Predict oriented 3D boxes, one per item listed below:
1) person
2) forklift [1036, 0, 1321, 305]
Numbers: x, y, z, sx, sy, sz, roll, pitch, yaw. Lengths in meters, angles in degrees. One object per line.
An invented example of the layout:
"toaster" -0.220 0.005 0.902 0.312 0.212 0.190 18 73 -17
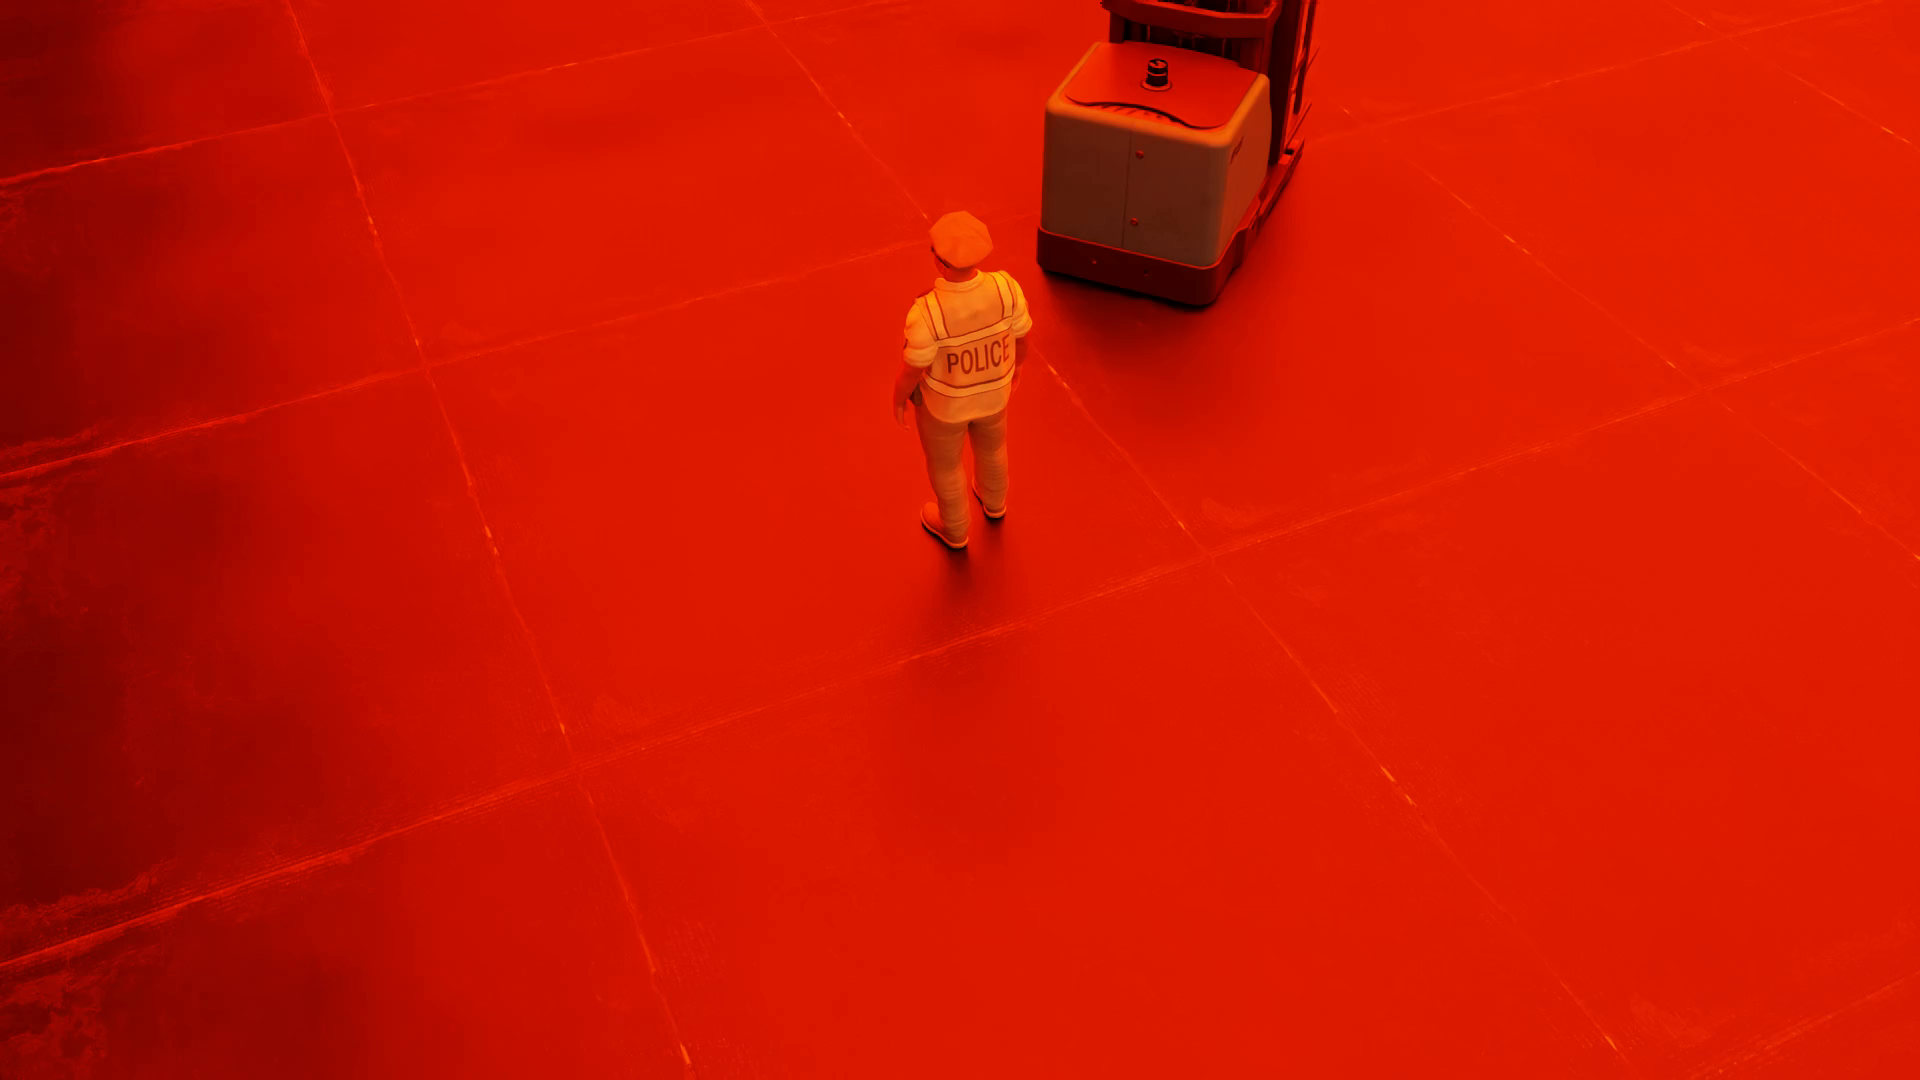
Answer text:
"person" -0.023 -0.709 7.270 0.641 1.781 0.574 -18 46 -18
"forklift" 1.482 -3.370 9.291 1.130 2.935 3.031 16 45 17
